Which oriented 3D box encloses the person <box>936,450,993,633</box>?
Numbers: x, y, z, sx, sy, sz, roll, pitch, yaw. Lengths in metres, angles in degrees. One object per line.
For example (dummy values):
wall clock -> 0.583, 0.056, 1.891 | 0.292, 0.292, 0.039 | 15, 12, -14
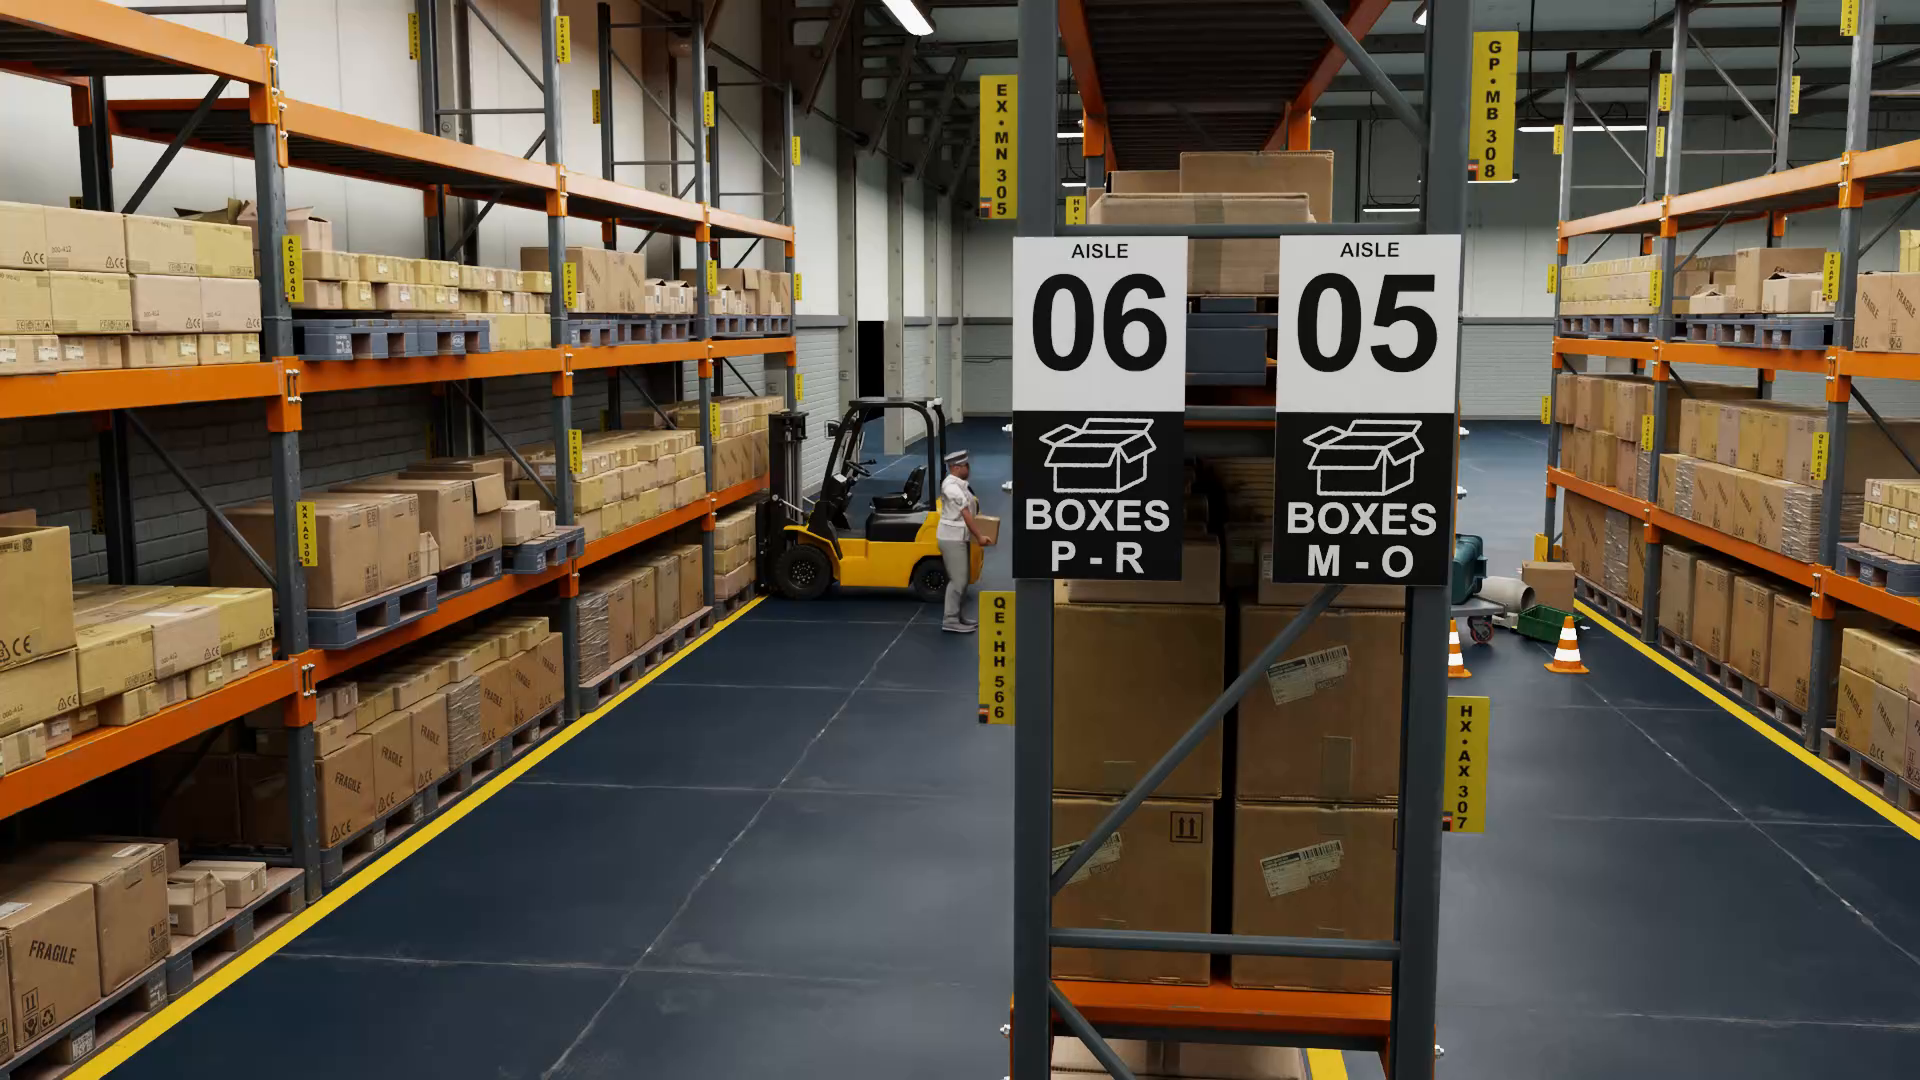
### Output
person -> 0.049, 0.001, 16.217 | 0.568, 1.771, 0.490 | 1, 8, 5
